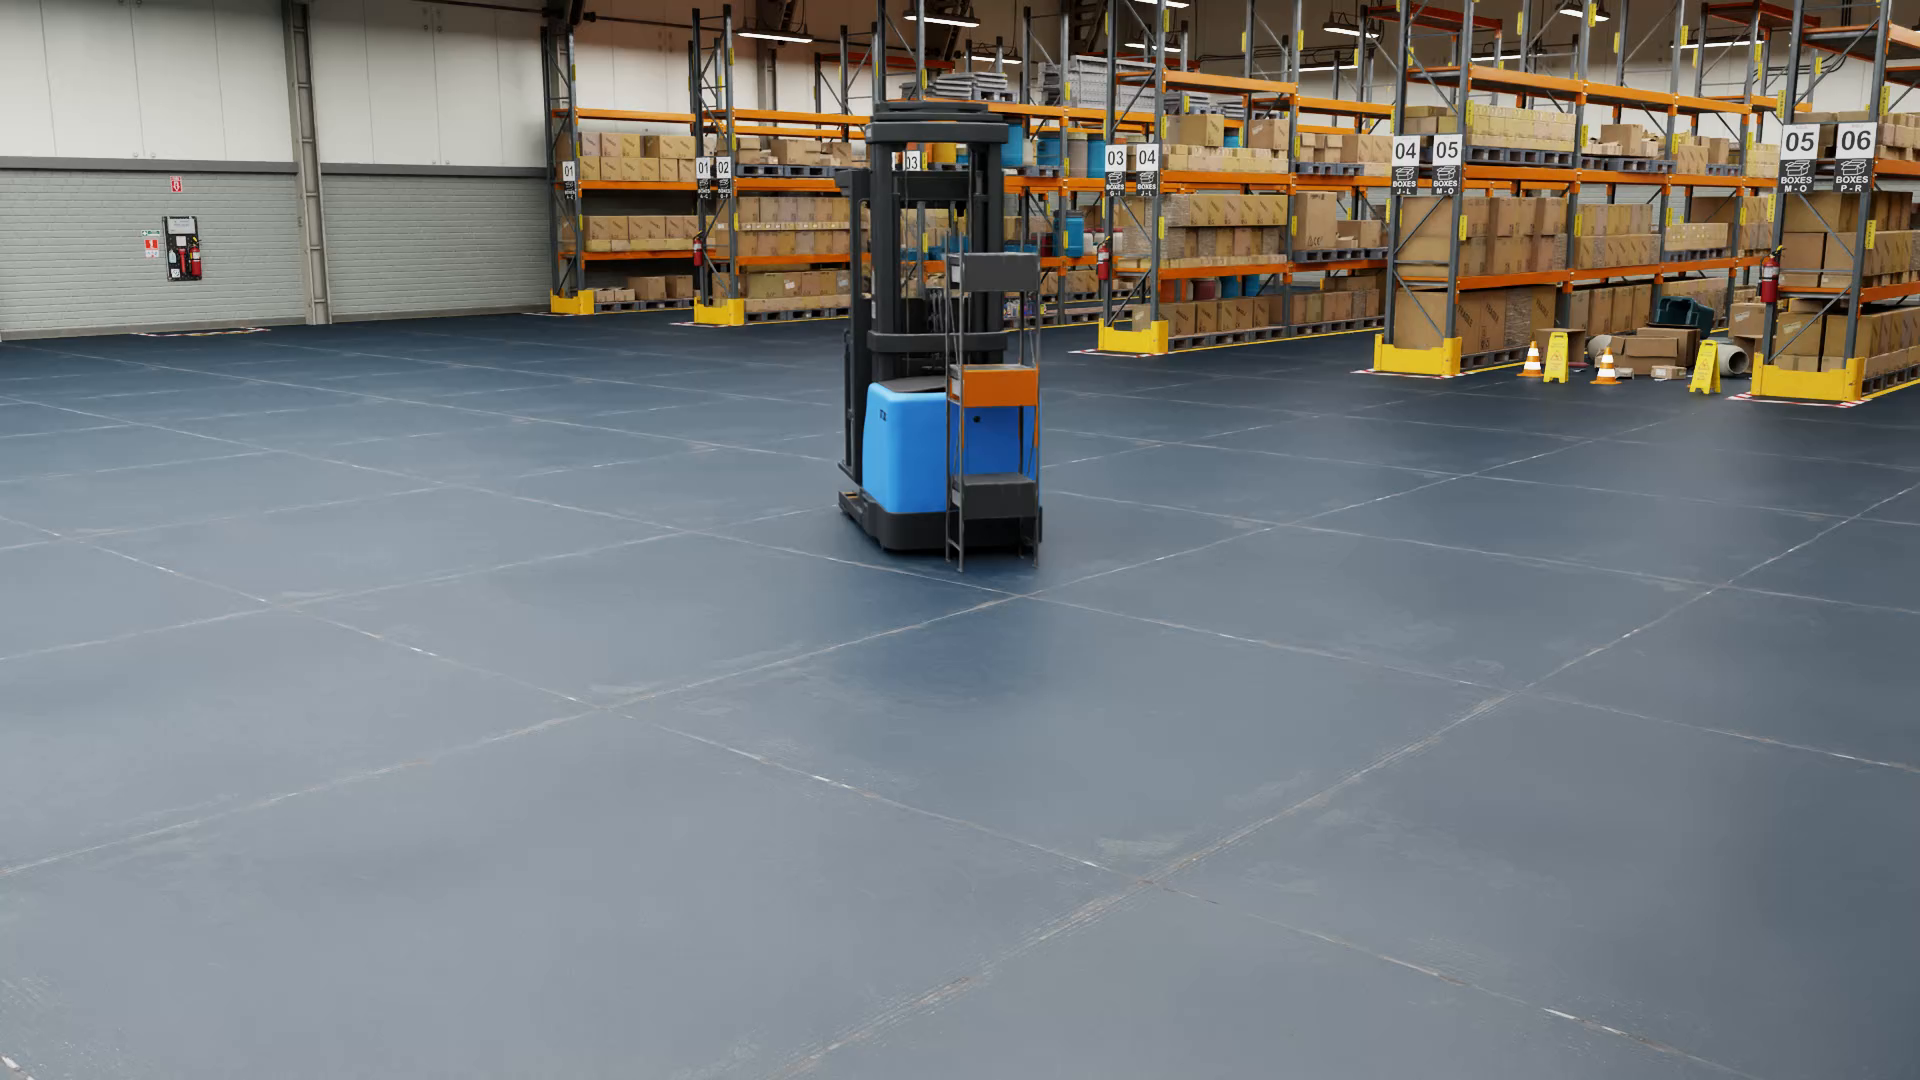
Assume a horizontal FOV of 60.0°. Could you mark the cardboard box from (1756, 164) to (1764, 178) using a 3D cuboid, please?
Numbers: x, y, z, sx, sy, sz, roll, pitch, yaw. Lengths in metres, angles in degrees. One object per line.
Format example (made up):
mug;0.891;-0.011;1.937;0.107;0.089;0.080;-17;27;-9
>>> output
cardboard box;15.109;-7.085;31.955;0.500;0.250;0.500;9;15;39

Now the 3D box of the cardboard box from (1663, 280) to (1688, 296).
cardboard box;12.612;-4.483;29.598;0.500;0.250;0.500;10;15;40

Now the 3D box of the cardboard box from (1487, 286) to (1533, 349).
cardboard box;7.940;-3.349;24.879;0.875;0.875;0.875;10;15;41

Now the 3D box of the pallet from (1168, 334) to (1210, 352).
pallet;3.314;-3.228;27.040;1.003;0.211;1.213;10;15;40

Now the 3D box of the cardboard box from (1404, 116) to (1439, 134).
cardboard box;6.473;-5.719;23.032;0.500;0.250;0.500;10;15;41

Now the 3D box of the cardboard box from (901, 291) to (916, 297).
cardboard box;-1.307;-5.299;36.237;0.500;0.250;0.500;10;15;42

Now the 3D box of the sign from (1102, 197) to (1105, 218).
sign;2.297;-5.267;26.365;0.100;0.325;0.005;10;15;40

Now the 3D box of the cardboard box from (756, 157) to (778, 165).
cardboard box;-3.829;-7.523;32.979;0.380;0.149;0.250;10;15;40

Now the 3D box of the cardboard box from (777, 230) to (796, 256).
cardboard box;-3.745;-6.017;33.628;0.700;0.500;0.500;10;15;41

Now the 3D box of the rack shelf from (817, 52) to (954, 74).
rack shelf;-1.860;-12.080;42.278;1.077;0.370;4.000;10;15;40

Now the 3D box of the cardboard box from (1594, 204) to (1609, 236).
cardboard box;9.996;-5.165;26.810;0.700;0.500;0.500;10;15;41

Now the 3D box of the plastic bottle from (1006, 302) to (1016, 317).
plastic bottle;0.962;-4.347;31.354;0.152;0.276;0.135;10;15;41

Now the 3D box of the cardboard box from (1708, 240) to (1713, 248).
cardboard box;13.665;-5.466;30.694;0.380;0.149;0.250;9;14;37

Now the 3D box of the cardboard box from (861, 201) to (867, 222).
cardboard box;-2.386;-6.958;35.029;0.700;0.500;0.500;10;15;41

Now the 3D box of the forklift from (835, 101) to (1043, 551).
forklift;-0.285;-1.610;11.993;1.130;2.935;3.031;-3;12;-13

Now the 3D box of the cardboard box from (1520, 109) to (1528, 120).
cardboard box;7.828;-6.039;23.616;0.380;0.149;0.250;10;15;41

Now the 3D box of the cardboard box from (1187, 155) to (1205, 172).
cardboard box;3.549;-5.981;26.427;0.500;0.250;0.500;9;15;39

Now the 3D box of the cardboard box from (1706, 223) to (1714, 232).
cardboard box;13.641;-5.753;30.611;0.380;0.149;0.250;10;15;40

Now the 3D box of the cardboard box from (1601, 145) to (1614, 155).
cardboard box;10.121;-6.177;26.340;0.380;0.149;0.250;10;15;40

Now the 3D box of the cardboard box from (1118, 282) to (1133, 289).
cardboard box;4.186;-6.505;42.437;0.380;0.166;0.250;10;15;40

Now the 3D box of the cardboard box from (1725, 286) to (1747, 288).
cardboard box;15.865;-5.110;34.030;0.380;0.149;0.250;9;14;38

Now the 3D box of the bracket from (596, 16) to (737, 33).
bracket;-6.408;-11.706;37.863;0.076;0.066;4.783;10;15;40

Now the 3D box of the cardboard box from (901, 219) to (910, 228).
cardboard box;-1.649;-8.037;42.932;0.500;0.500;0.500;10;15;42

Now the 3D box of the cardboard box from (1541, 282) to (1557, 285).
cardboard box;12.900;-5.883;37.565;0.875;0.875;0.875;10;15;40

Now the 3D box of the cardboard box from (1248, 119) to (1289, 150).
cardboard box;5.236;-6.869;28.203;0.500;0.500;0.500;9;15;39

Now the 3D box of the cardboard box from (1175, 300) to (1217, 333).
cardboard box;3.922;-3.721;27.699;0.500;0.500;0.500;-10;15;-42

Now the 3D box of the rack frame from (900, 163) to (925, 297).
rack frame;-1.020;-5.109;29.341;1.000;3.000;0.127;10;15;40

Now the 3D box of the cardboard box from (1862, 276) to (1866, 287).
cardboard box;10.681;-3.127;20.056;0.380;0.149;0.250;10;15;41

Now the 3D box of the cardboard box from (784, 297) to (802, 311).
cardboard box;-3.559;-4.806;33.768;0.500;0.250;0.500;10;15;40

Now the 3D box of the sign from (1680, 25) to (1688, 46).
sign;12.060;-8.396;27.692;0.100;0.325;0.005;10;15;40

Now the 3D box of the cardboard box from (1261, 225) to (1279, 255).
cardboard box;4.998;-5.194;28.751;0.875;0.500;0.500;10;15;40

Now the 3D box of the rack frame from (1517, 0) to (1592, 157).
rack frame;9.000;-7.343;25.209;1.000;3.000;0.127;10;15;40

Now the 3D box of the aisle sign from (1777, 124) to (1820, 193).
aisle sign;9.886;-4.491;19.607;0.394;0.787;0.004;10;15;40

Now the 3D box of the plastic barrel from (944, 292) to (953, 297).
plastic barrel;-0.312;-4.276;30.447;0.421;0.512;0.421;0;11;0

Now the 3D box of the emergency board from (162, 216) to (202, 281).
emergency board;-14.270;-5.364;30.614;0.194;1.169;0.643;10;15;40

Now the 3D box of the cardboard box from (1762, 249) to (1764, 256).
cardboard box;15.689;-5.700;32.940;0.380;0.149;0.250;11;15;42

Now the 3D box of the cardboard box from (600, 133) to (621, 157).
cardboard box;-7.656;-8.503;35.814;0.500;0.500;0.500;10;15;40

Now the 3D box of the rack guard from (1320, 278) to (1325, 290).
rack guard;9.548;-6.243;41.398;1.175;0.500;0.348;10;15;40

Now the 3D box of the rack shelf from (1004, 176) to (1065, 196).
rack shelf;0.300;-6.522;30.591;1.077;0.370;4.000;10;15;40

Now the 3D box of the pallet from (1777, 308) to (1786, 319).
pallet;16.309;-4.673;34.277;1.003;0.211;1.213;10;15;40

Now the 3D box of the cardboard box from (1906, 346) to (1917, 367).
cardboard box;12.253;-2.432;21.886;0.500;0.250;0.500;9;15;39

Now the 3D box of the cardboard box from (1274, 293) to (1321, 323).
cardboard box;6.092;-4.203;30.061;0.700;0.500;0.500;10;15;40

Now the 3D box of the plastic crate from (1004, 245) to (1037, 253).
plastic crate;1.094;-5.427;31.311;0.499;0.251;0.616;10;15;40

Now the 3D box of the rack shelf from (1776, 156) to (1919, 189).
rack shelf;11.465;-4.600;20.970;1.077;0.370;4.000;10;15;40

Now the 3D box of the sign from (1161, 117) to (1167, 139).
sign;3.108;-6.299;25.404;0.100;0.325;0.005;10;15;40

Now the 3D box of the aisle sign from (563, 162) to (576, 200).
aisle sign;-8.284;-7.616;35.252;0.394;0.787;0.004;10;15;40

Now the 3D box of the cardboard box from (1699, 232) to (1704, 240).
cardboard box;13.299;-5.529;30.249;0.380;0.149;0.250;10;15;41

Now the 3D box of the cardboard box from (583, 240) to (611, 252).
cardboard box;-7.901;-6.357;35.921;0.500;0.250;0.500;9;15;39

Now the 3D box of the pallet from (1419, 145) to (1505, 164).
pallet;6.842;-5.351;23.118;1.003;0.211;1.213;10;15;40

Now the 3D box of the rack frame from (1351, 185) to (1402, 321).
rack frame;7.982;-5.646;32.028;1.000;3.000;0.127;10;15;40

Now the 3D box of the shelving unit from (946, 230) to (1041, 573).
shelving unit;0.202;-0.871;10.419;0.503;2.100;0.431;-3;12;-14

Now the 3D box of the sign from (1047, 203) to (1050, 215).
sign;2.499;-9.356;47.042;0.100;0.325;0.005;10;15;40

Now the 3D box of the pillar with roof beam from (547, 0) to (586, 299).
pillar with roof beam;-5.415;-8.990;33.455;9.100;9.000;0.548;10;15;40

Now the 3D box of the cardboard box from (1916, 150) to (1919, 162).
cardboard box;12.116;-4.889;21.219;0.380;0.149;0.250;10;15;42

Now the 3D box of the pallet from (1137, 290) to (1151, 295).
pallet;5.248;-6.608;43.966;1.003;0.211;1.213;10;15;40
